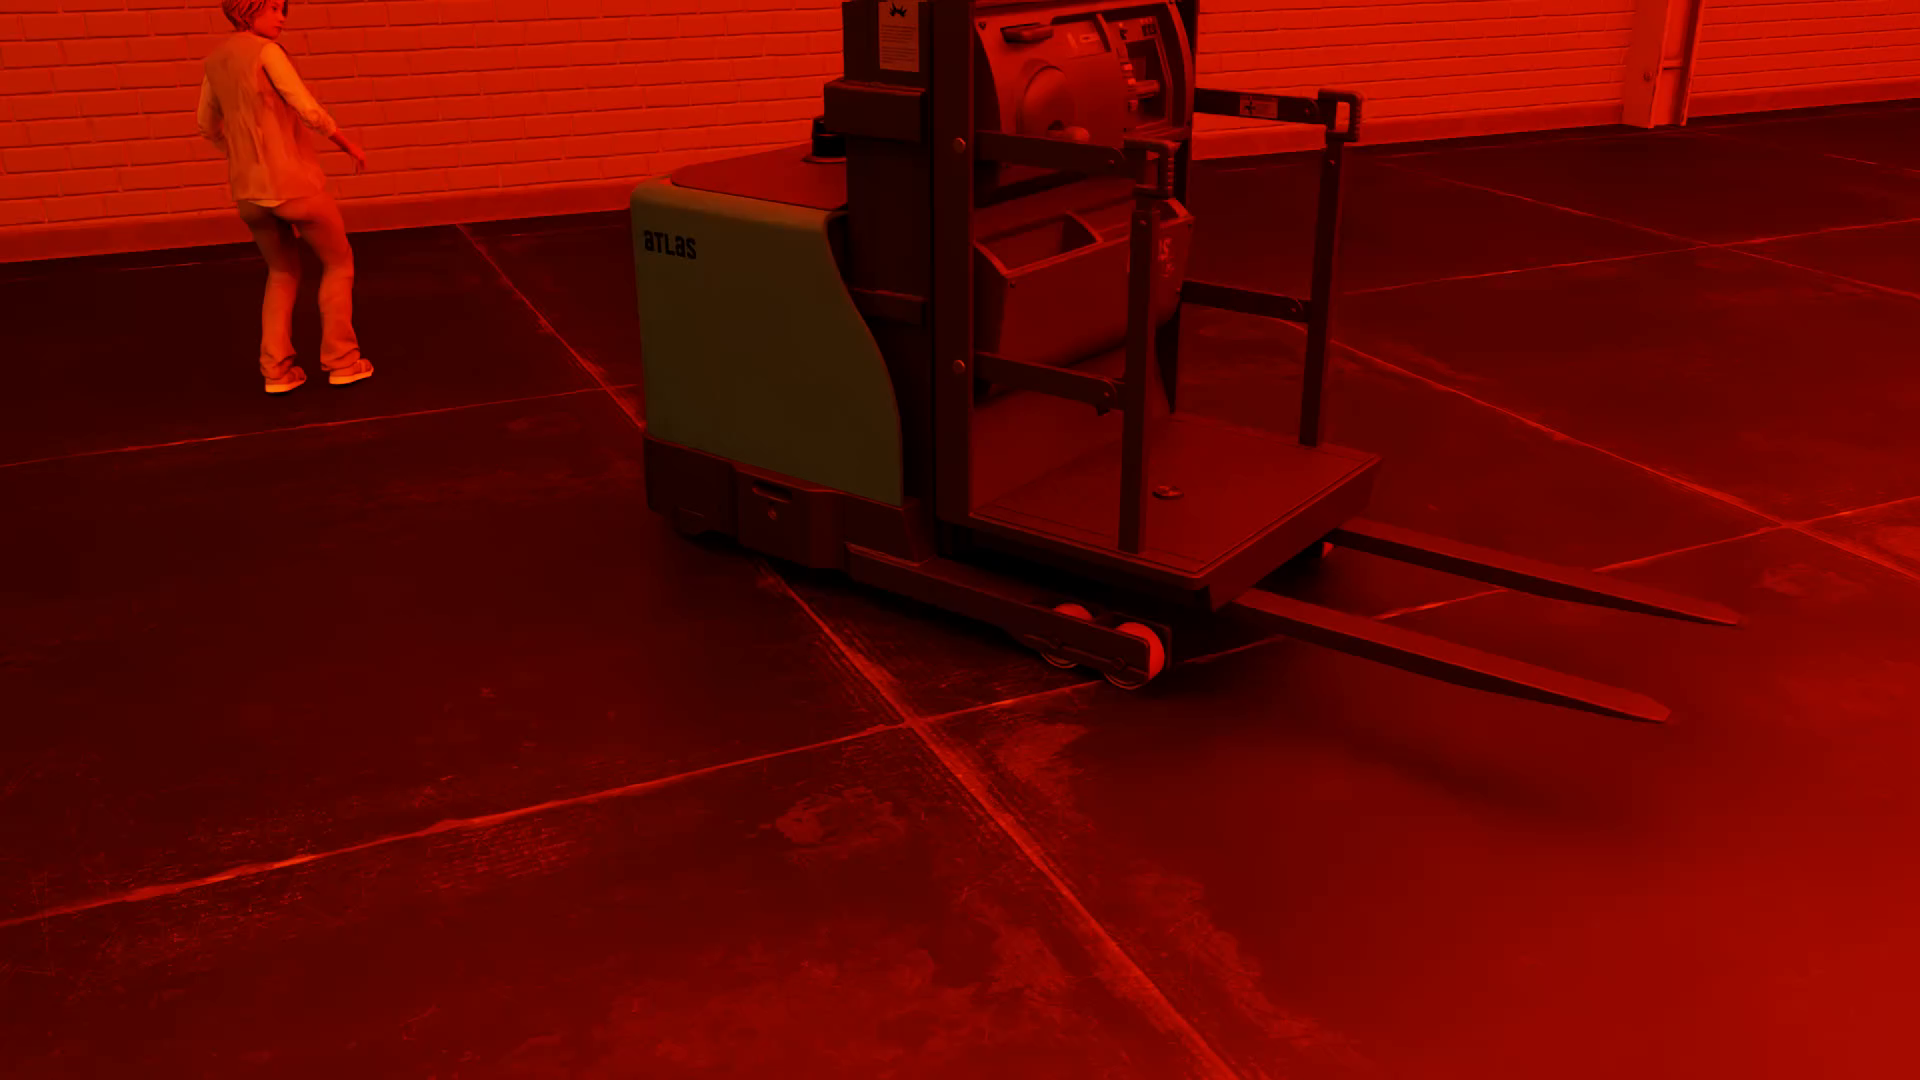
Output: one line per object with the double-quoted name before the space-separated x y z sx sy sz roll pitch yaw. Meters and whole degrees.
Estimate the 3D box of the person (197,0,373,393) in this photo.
"person" -2.570 -1.322 6.303 0.641 1.550 0.452 7 24 17

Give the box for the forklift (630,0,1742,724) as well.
"forklift" 0.508 -1.207 4.192 3.031 2.935 1.130 16 27 34
